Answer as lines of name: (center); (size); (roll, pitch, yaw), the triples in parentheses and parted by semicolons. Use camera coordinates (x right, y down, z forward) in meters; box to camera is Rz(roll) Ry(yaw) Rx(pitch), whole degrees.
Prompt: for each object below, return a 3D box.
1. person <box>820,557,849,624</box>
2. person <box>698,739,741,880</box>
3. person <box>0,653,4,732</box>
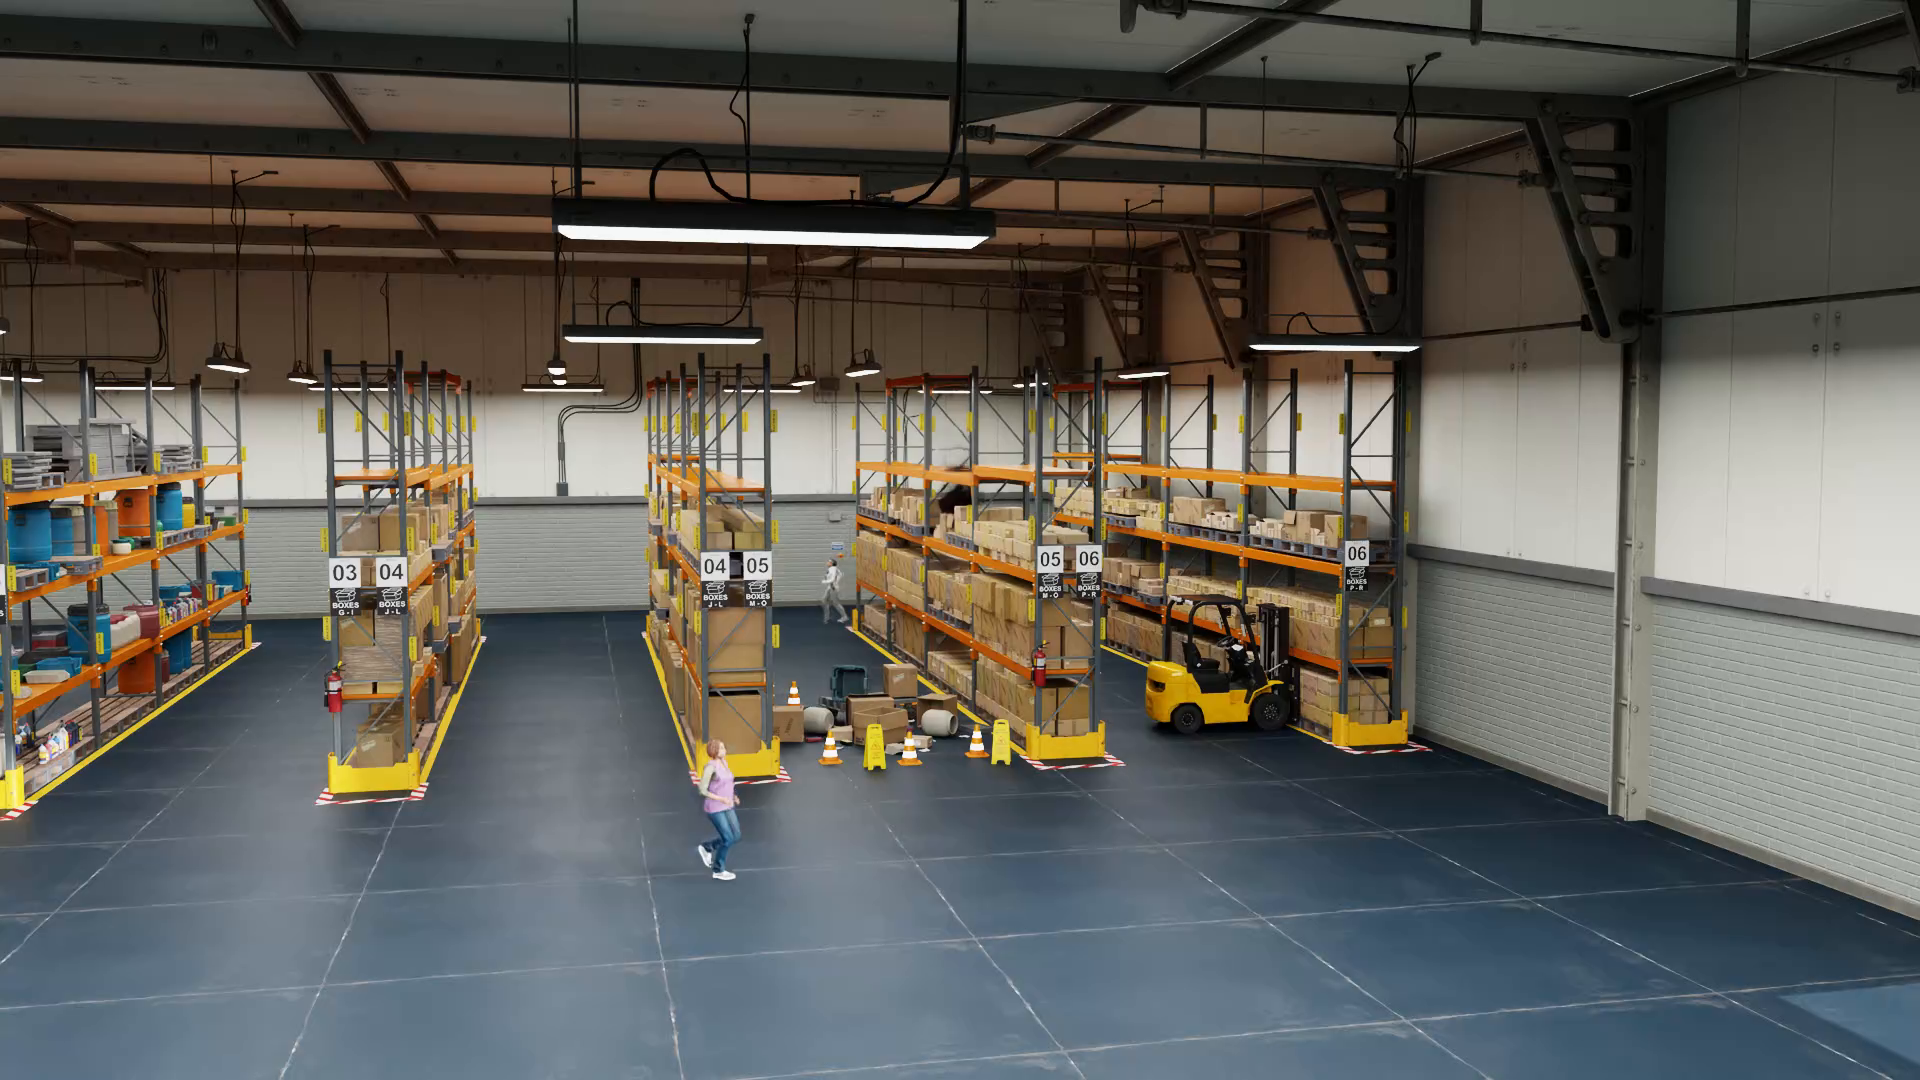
person: (-3.128, 1.282, 41.546); (0.697, 1.731, 0.613); (-1, 4, -12)
person: (-2.664, 2.955, 18.277); (0.556, 1.549, 0.533); (2, 4, 21)
person: (-15.409, 2.345, 26.407); (0.531, 1.616, 0.776); (-1, 4, -16)
